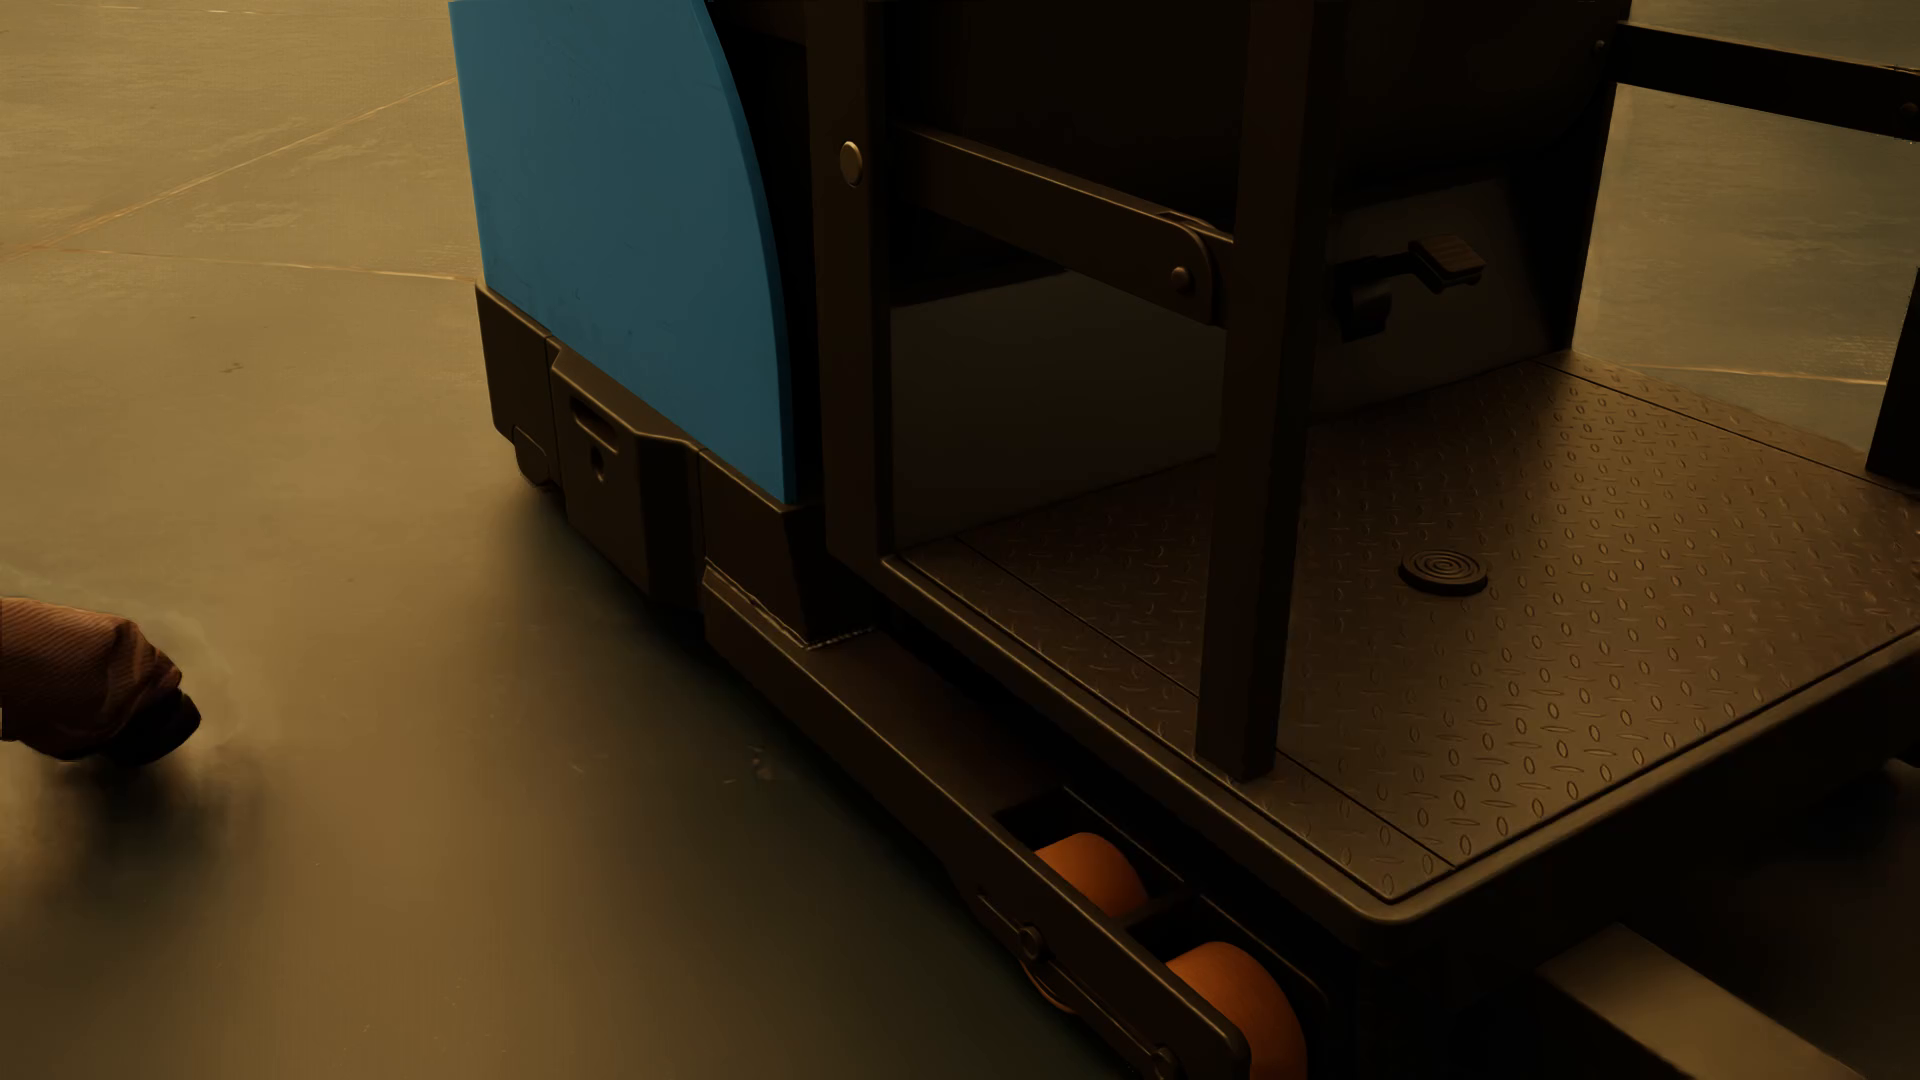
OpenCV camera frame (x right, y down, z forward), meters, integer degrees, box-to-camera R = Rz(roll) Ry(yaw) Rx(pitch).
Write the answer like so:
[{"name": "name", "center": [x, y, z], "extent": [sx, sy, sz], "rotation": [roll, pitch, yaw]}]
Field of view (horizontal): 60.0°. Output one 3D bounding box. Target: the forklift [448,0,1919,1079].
[{"name": "forklift", "center": [0.479, -1.031, 1.289], "extent": [1.130, 2.935, 3.031], "rotation": [-17, 31, -30]}]

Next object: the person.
[{"name": "person", "center": [-1.434, -0.315, 1.480], "extent": [1.003, 1.495, 0.943], "rotation": [9, 28, 17]}]
